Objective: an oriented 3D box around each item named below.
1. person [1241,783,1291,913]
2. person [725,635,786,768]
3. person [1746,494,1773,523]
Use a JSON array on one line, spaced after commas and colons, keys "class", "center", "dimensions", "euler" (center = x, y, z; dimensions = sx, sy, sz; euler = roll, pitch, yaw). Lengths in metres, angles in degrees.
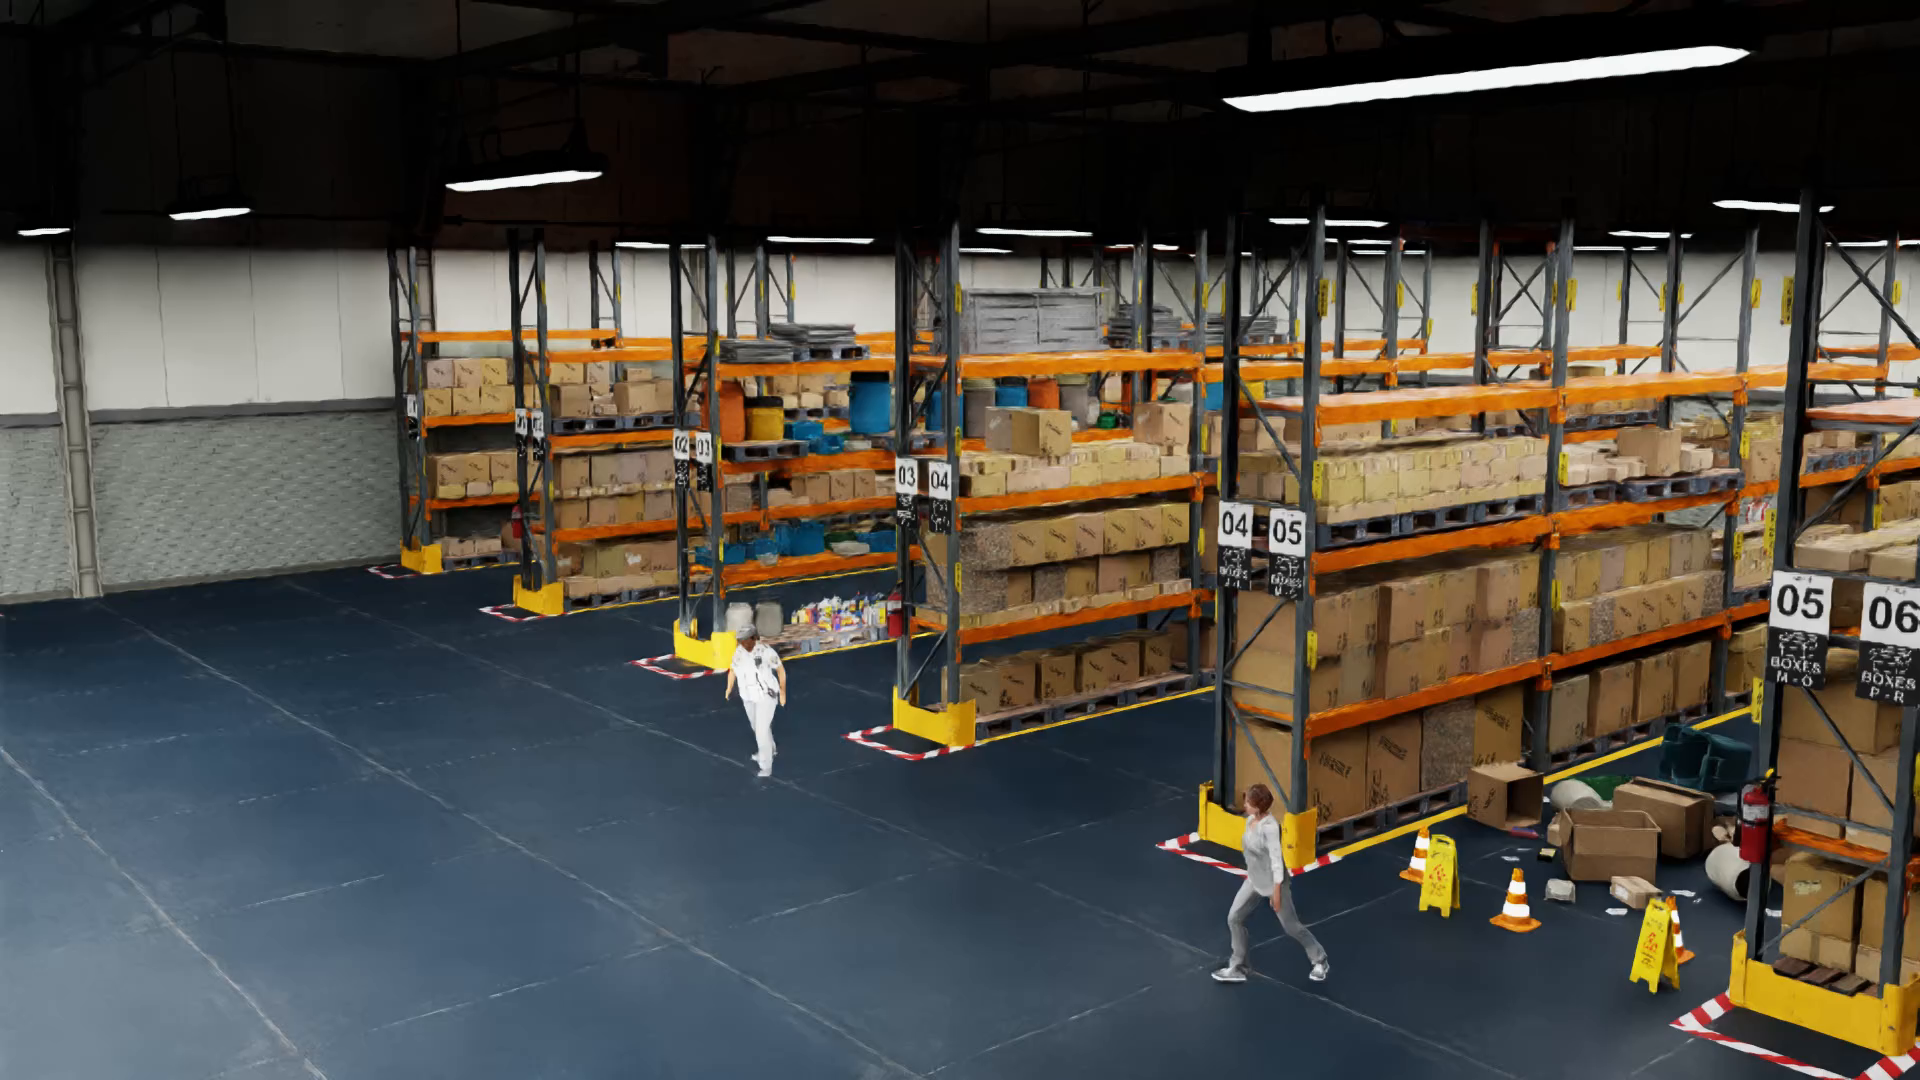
[{"class": "person", "center": [2.250, 2.234, 12.216], "dimensions": [0.362, 0.920, 0.449], "euler": [-3, 9, -19]}, {"class": "person", "center": [-2.151, 1.631, 17.769], "dimensions": [0.591, 1.516, 0.800], "euler": [6, 10, 33]}, {"class": "person", "center": [13.659, -0.062, 28.487], "dimensions": [1.044, 1.736, 0.567], "euler": [-8, 12, -40]}]
